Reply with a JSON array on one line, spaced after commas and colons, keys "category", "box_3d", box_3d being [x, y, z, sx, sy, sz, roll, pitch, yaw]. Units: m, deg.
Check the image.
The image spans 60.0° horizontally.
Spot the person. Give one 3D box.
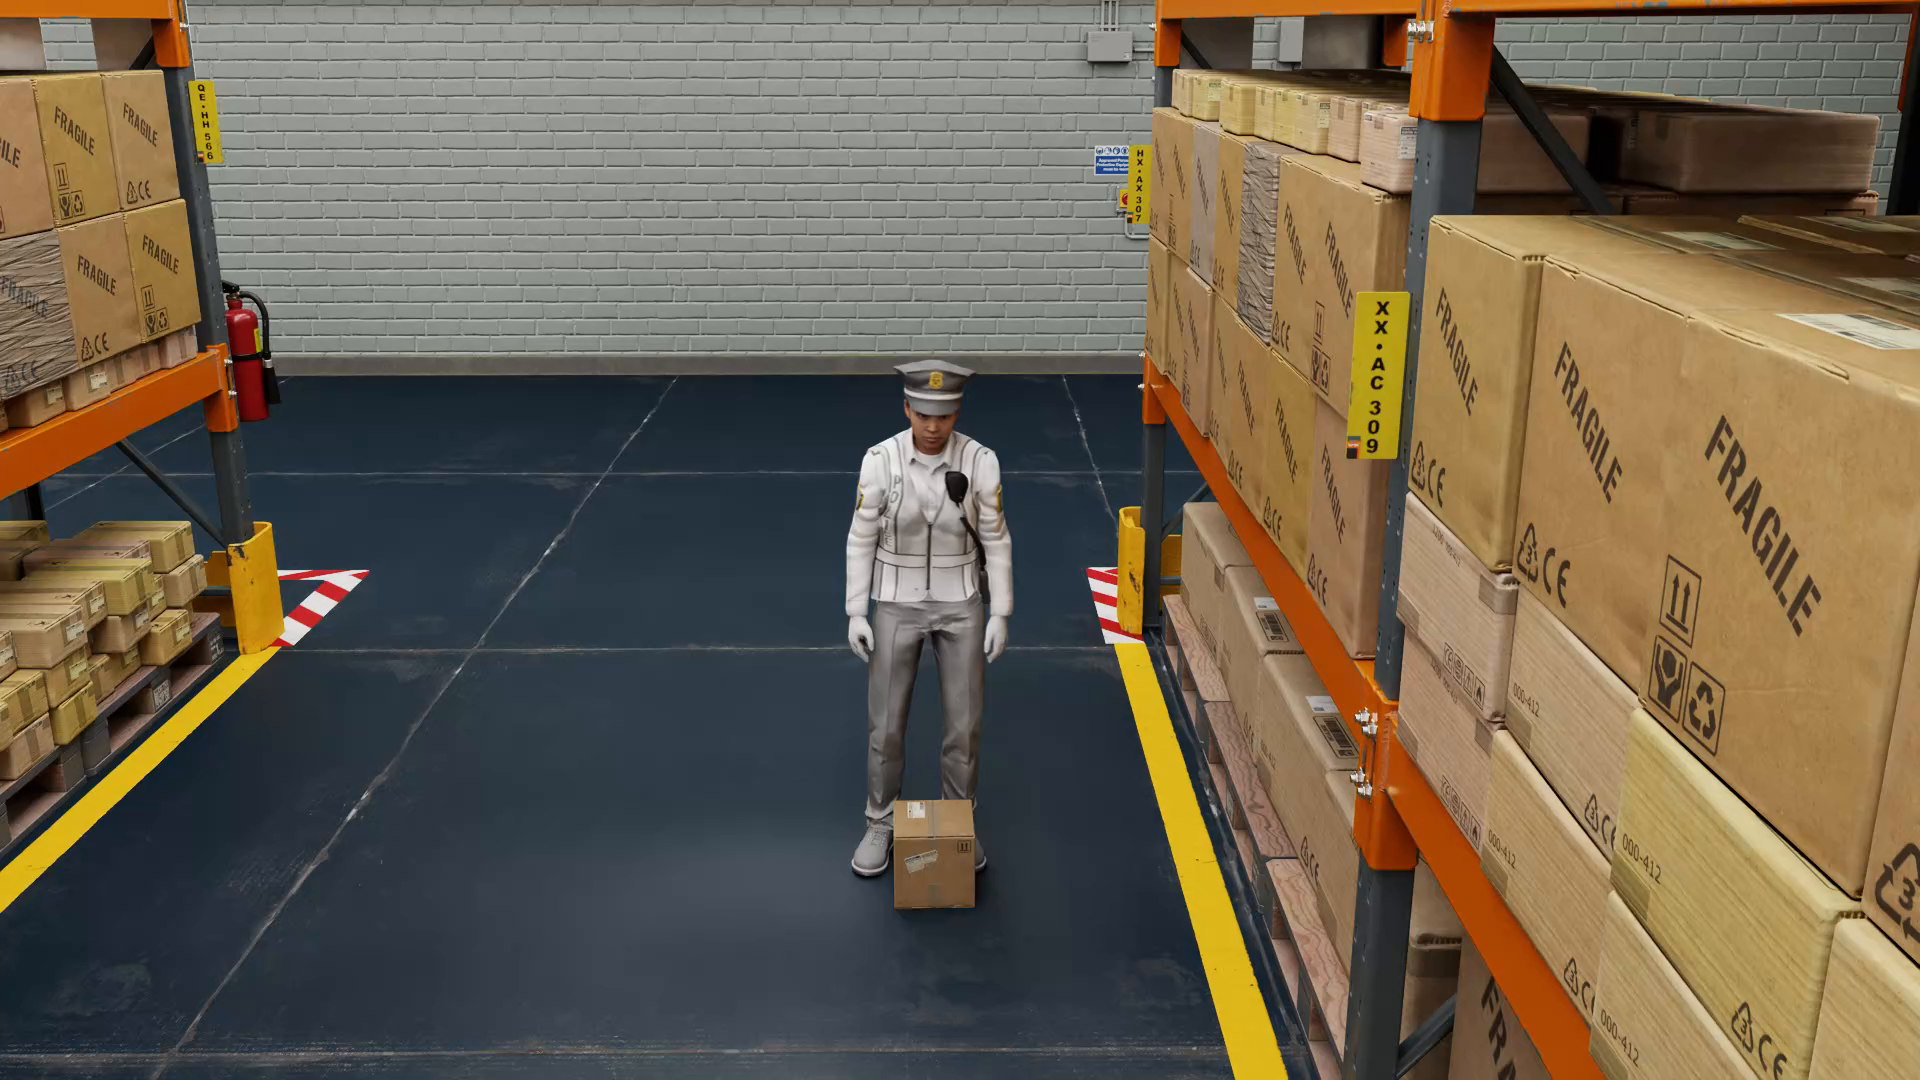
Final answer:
[{"category": "person", "box_3d": [-0.096, 0.243, 5.256, 0.529, 1.664, 0.375, 0, 17, -1]}]
